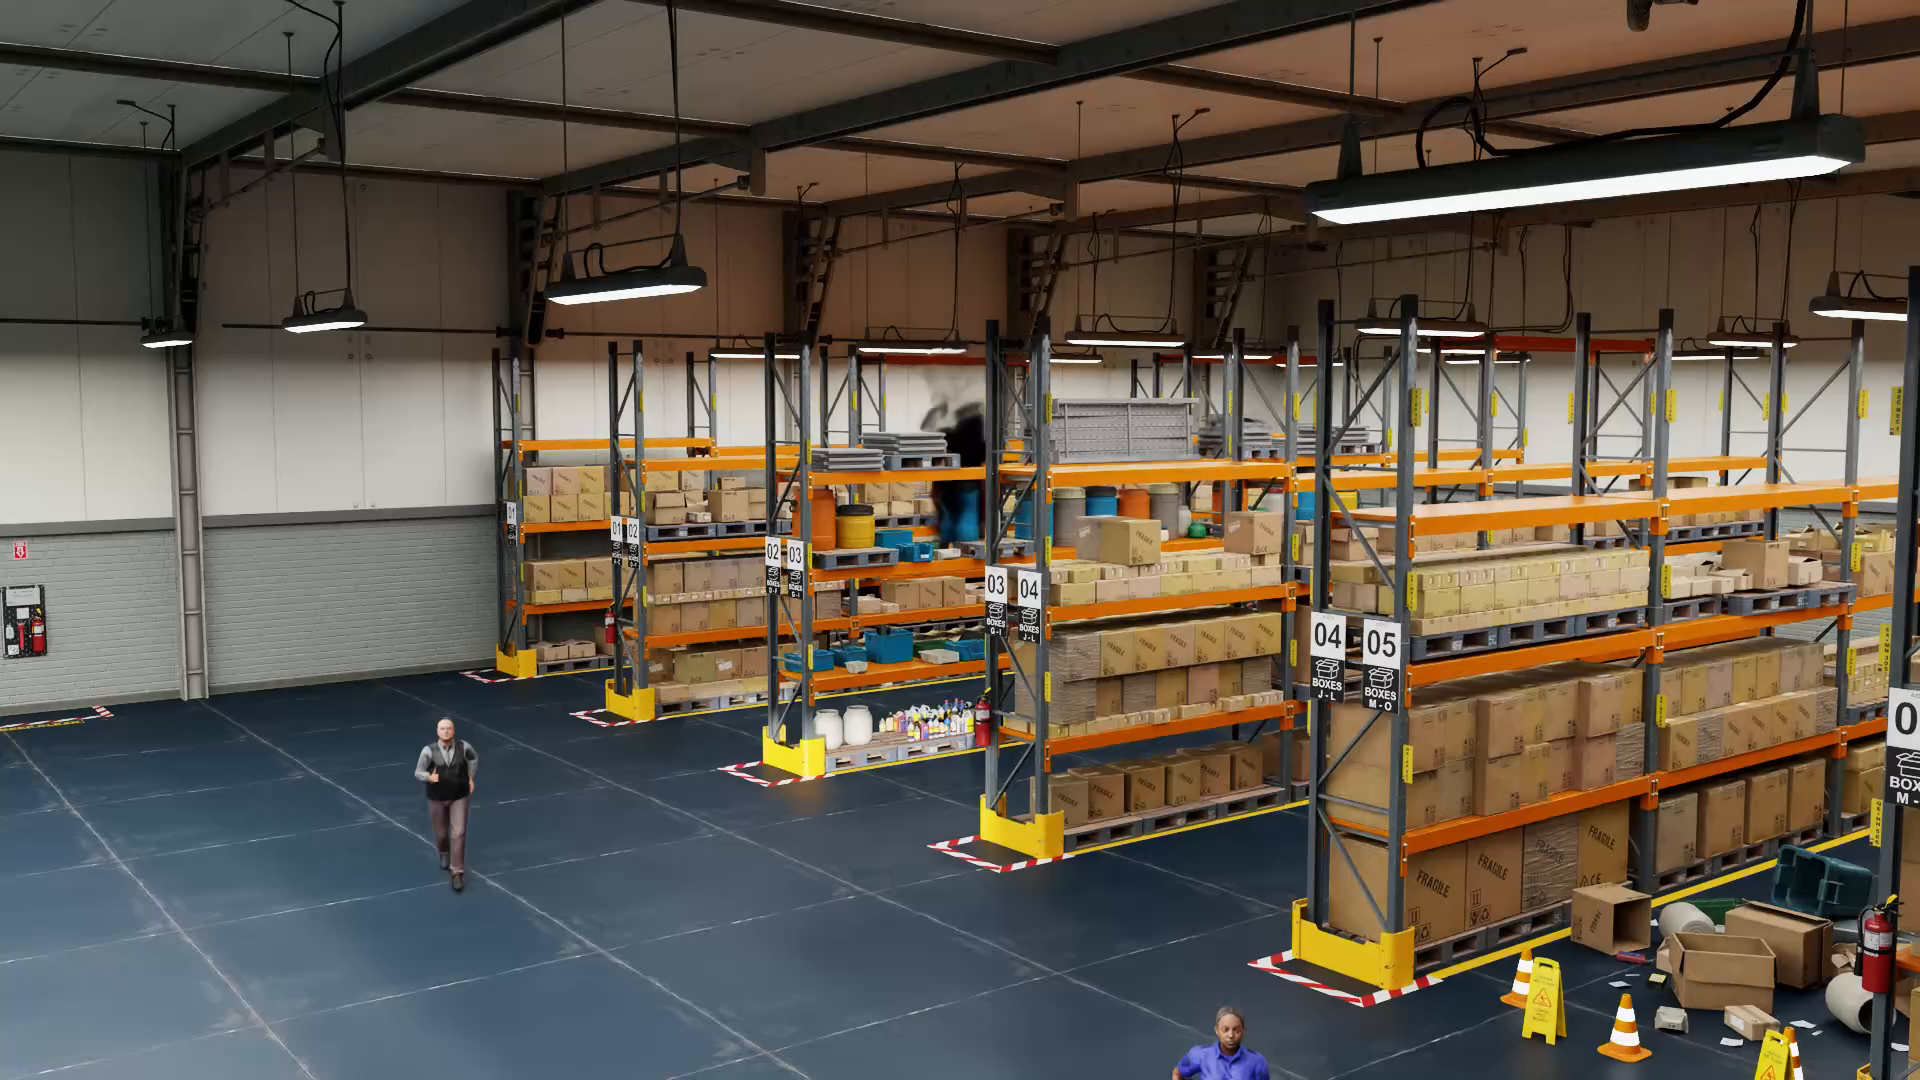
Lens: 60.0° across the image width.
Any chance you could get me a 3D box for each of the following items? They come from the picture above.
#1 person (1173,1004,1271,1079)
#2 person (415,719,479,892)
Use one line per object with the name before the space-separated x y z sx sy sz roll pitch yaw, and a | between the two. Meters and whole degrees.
person | 1.522 3.508 9.566 0.543 1.672 0.695 0 5 0
person | -5.396 2.743 17.529 0.657 1.724 0.950 -2 5 -18
